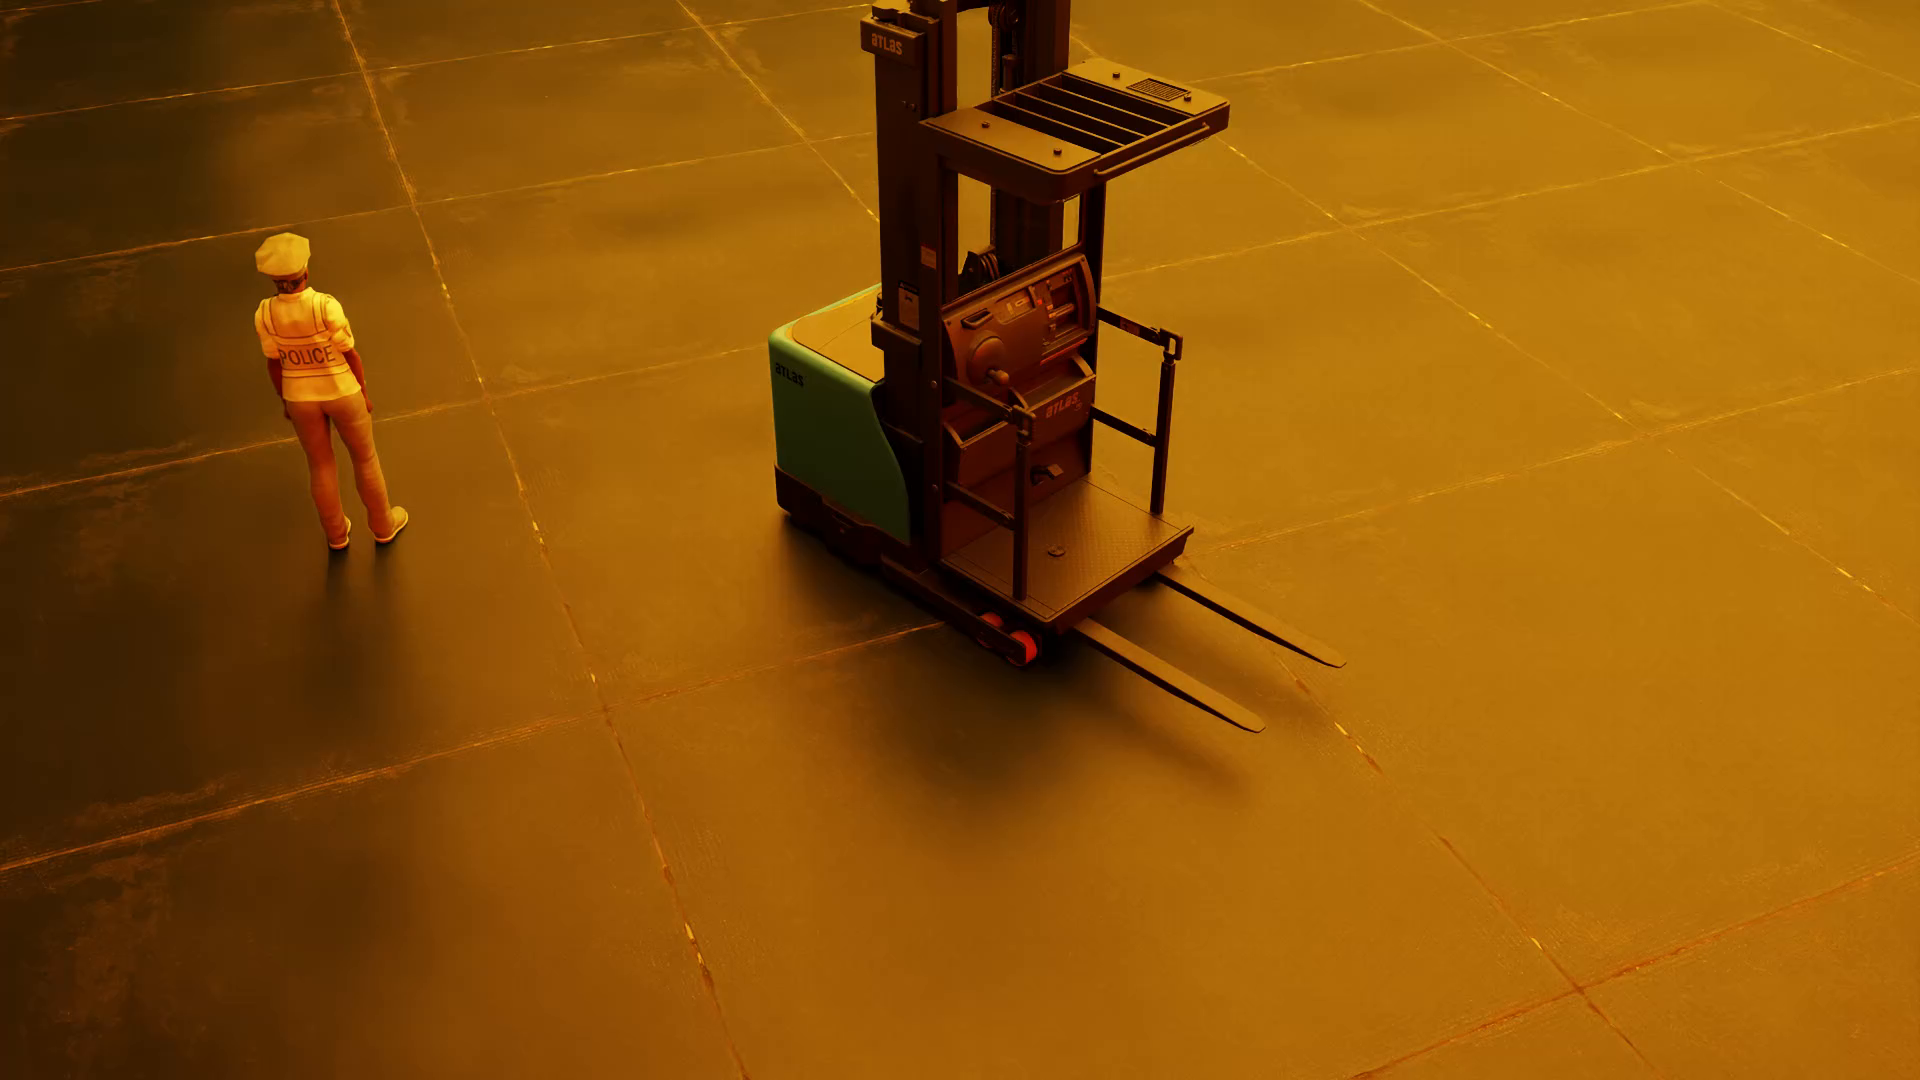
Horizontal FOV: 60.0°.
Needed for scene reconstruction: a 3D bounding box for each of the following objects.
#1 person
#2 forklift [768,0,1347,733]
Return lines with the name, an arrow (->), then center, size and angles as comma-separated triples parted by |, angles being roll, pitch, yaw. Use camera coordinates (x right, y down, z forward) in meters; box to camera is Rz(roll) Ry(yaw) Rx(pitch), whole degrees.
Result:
person -> -3.114, -0.711, 8.178 | 0.444, 1.689, 0.354 | -5, 36, -7
forklift -> 0.432, -0.946, 7.429 | 3.031, 2.935, 1.130 | 30, 45, 35
